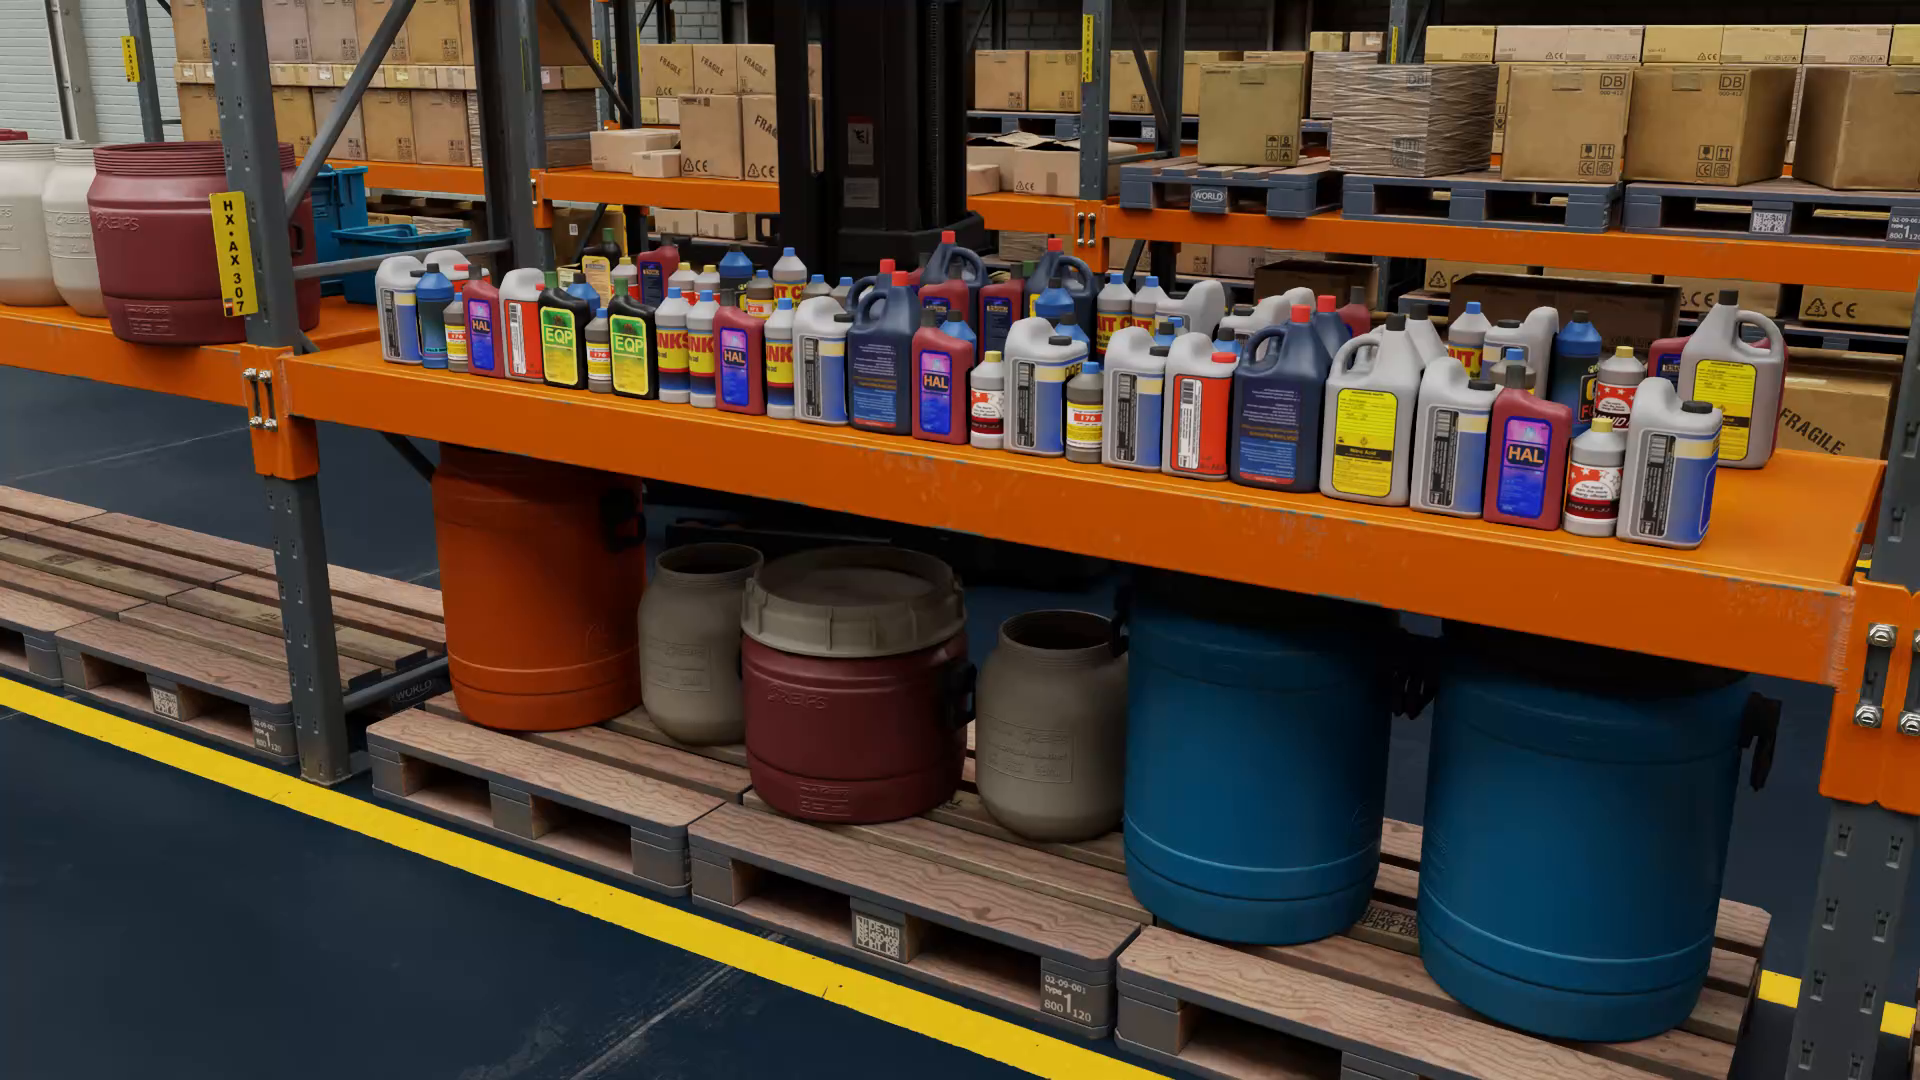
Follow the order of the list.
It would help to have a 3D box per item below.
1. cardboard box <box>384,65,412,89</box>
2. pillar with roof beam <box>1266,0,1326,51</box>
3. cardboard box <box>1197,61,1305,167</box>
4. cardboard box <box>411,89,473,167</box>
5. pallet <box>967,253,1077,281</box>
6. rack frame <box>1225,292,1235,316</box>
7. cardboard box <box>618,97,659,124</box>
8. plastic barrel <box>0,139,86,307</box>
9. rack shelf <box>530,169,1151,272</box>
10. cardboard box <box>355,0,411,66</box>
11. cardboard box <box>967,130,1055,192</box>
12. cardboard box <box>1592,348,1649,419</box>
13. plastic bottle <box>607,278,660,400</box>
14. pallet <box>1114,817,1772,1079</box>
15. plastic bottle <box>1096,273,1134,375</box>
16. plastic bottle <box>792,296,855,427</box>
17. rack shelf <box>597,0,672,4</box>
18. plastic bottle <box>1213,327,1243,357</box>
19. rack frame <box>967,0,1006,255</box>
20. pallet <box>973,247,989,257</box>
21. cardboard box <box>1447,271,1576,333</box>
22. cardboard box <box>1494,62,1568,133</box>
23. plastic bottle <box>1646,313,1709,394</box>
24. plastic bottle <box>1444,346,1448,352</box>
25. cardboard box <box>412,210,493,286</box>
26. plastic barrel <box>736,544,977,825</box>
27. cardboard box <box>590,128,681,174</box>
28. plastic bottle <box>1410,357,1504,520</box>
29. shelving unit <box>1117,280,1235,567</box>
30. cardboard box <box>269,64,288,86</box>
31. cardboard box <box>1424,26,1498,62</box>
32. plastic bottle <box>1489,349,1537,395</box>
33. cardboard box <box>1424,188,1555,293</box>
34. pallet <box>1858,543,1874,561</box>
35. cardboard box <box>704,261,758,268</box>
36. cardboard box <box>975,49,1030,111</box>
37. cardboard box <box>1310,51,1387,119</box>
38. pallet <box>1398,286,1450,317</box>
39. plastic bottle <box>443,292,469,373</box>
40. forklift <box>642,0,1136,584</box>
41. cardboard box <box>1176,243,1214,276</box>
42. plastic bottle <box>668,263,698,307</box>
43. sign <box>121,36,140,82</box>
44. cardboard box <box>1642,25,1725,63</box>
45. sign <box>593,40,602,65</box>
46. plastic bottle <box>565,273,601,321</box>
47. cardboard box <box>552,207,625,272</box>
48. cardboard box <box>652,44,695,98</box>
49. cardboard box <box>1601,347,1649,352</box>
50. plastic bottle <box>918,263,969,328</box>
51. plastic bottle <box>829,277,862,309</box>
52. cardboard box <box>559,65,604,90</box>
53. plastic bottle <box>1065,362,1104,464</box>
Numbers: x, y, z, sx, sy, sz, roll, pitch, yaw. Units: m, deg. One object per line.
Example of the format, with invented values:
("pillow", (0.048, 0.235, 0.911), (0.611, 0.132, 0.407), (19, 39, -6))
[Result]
("cardboard box", (-3.690, -3.163, 11.344), (0.250, 0.149, 0.380), (10, 20, 30))
("pillar with roof beam", (0.610, -5.496, 9.992), (0.400, 9.000, 9.100), (10, 20, 30))
("cardboard box", (1.524, -2.233, 8.678), (0.500, 0.500, 0.700), (4, 17, 12))
("cardboard box", (-3.314, -2.853, 11.442), (0.500, 0.500, 0.700), (10, 20, 29))
("pallet", (0.774, -2.436, 15.038), (1.213, 0.211, 1.003), (10, 20, 30))
("rack frame", (0.919, -0.392, 6.627), (0.240, 1.200, 0.006), (-13, 30, -37))
("cardboard box", (-3.049, -4.282, 16.540), (0.500, 0.250, 0.500), (9, 19, 28))
("plastic barrel", (-3.014, -1.047, 5.476), (0.421, 0.512, 0.421), (0, 17, 0))
("rack shelf", (-0.775, -2.013, 10.083), (4.000, 0.370, 1.077), (10, 20, 30))
("cardboard box", (-3.719, -3.548, 11.498), (0.500, 0.500, 0.700), (10, 20, 30))
("cardboard box", (0.268, -2.194, 9.596), (0.500, 0.311, 0.500), (10, 19, 29))
("cardboard box", (2.923, -0.616, 7.793), (0.500, 0.500, 0.500), (10, 20, 31))
("plastic bottle", (-0.786, -0.487, 4.026), (0.133, 0.283, 0.061), (10, 20, 30))
("pallet", (1.106, 0.989, 3.763), (1.213, 0.211, 1.003), (10, 20, 30))
("plastic bottle", (0.393, -0.536, 4.208), (0.097, 0.271, 0.097), (0, 17, 0))
("plastic bottle", (-0.285, -0.410, 3.784), (0.135, 0.276, 0.152), (10, 20, 30))
("rack shelf", (-1.595, -5.284, 15.691), (4.000, 0.370, 1.077), (10, 20, 30))
("plastic bottle", (0.545, -0.302, 3.437), (0.097, 0.271, 0.097), (0, 17, 0))
("rack frame", (0.110, -3.888, 15.021), (0.127, 3.000, 1.000), (10, 20, 30))
("pallet", (-0.481, -2.648, 15.734), (1.213, 0.211, 1.003), (10, 20, 30))
("cardboard box", (2.773, -1.180, 8.357), (0.500, 0.250, 0.500), (10, 19, 29))
("cardboard box", (4.240, -3.260, 12.236), (0.500, 0.500, 0.500), (11, 20, 32))
("plastic bottle", (1.539, -0.344, 3.553), (0.133, 0.283, 0.061), (10, 20, 30))
("plastic bottle", (1.068, -0.382, 3.821), (0.097, 0.201, 0.097), (0, 17, 0))
("cardboard box", (-3.409, -2.000, 11.524), (0.500, 0.500, 0.500), (10, 20, 30))
("plastic barrel", (-0.278, 0.369, 4.433), (0.708, 0.588, 0.600), (10, 20, 30))
("cardboard box", (-2.037, -2.525, 10.791), (0.500, 0.250, 0.500), (12, 20, 33))
("plastic bottle", (0.926, -0.194, 3.072), (0.135, 0.276, 0.152), (10, 20, 30))
("shelving unit", (0.862, -0.425, 6.690), (0.258, 1.200, 0.189), (-13, 30, -37))
("cardboard box", (-4.786, -3.358, 11.987), (0.250, 0.149, 0.380), (9, 19, 28))
("cardboard box", (3.795, -3.701, 12.397), (0.500, 0.250, 0.500), (11, 20, 31))
("plastic bottle", (1.186, -0.310, 3.581), (0.097, 0.201, 0.097), (0, 17, 0))
("cardboard box", (4.076, -2.308, 12.794), (0.750, 0.750, 0.750), (10, 19, 29))
("pallet", (3.624, -0.224, 7.756), (1.213, 0.211, 1.003), (10, 20, 30))
("cardboard box", (-1.538, -1.746, 11.013), (0.500, 0.311, 0.500), (11, 20, 32))
("cardboard box", (0.526, -4.061, 14.660), (0.500, 0.500, 0.700), (10, 20, 30))
("cardboard box", (3.112, -3.607, 13.167), (0.500, 0.500, 0.700), (8, 18, 24))
("pallet", (4.151, -1.807, 12.967), (1.213, 0.211, 1.003), (10, 20, 30))
("plastic bottle", (-1.300, -0.546, 4.360), (0.097, 0.201, 0.097), (0, 17, 0))
("forklift", (-0.759, -1.444, 7.093), (3.031, 2.935, 1.130), (5, 18, 15))
("cardboard box", (2.061, -2.567, 14.214), (0.500, 0.500, 0.700), (10, 20, 30))
("plastic bottle", (-0.813, -0.718, 4.927), (0.097, 0.201, 0.097), (0, 17, 0))
("sign", (-6.184, -3.585, 12.397), (0.005, 0.325, 0.100), (10, 20, 30))
("cardboard box", (5.095, -3.473, 11.645), (0.500, 0.250, 0.500), (10, 19, 29))
("sign", (-3.583, -4.777, 16.456), (0.005, 0.325, 0.100), (10, 20, 30))
("plastic bottle", (-0.956, -0.539, 4.217), (0.097, 0.271, 0.097), (0, 17, 0))
("cardboard box", (-2.711, -2.053, 11.697), (0.500, 0.500, 0.500), (10, 20, 30))
("cardboard box", (-2.633, -4.569, 16.194), (0.500, 0.500, 0.500), (10, 20, 30))
("cardboard box", (3.170, -0.749, 8.229), (0.500, 0.500, 0.500), (10, 20, 31))
("plastic bottle", (-0.043, -0.577, 4.320), (0.133, 0.283, 0.061), (10, 20, 30))
("plastic bottle", (-0.316, -0.629, 4.634), (0.097, 0.201, 0.097), (0, 17, 0))
("cardboard box", (-2.607, -3.108, 11.164), (0.250, 0.149, 0.380), (10, 20, 30))
("plastic bottle", (0.268, -0.266, 3.439), (0.097, 0.201, 0.097), (0, 17, 0))
